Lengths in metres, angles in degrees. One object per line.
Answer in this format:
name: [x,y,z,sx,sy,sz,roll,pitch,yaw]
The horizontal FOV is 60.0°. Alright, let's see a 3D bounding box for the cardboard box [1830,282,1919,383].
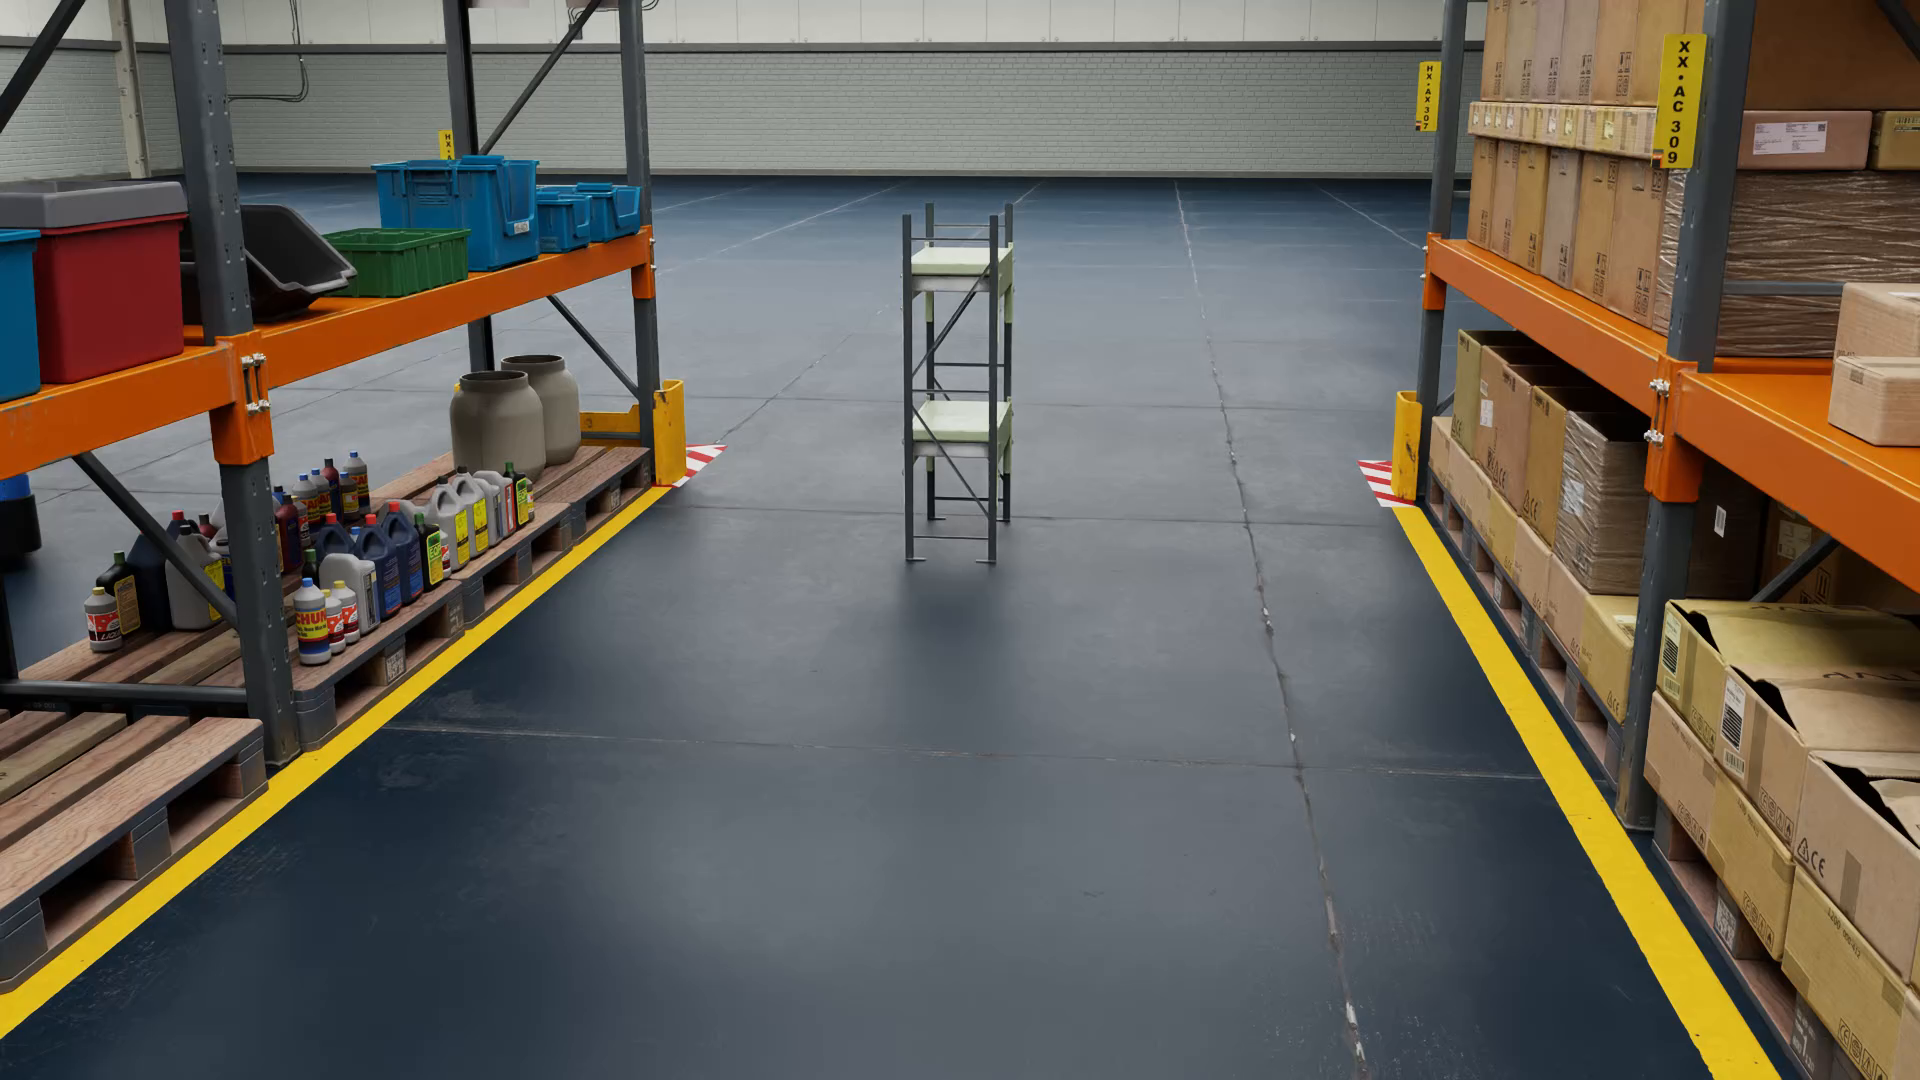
cardboard box: [2.349,-0.431,3.796,0.500,0.250,0.500,3,15,10]

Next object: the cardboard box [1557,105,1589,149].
cardboard box: [2.351,-1.469,5.913,0.380,0.149,0.250,2,15,8]

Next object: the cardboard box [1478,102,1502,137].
cardboard box: [2.527,-1.867,7.386,0.380,0.149,0.250,1,15,5]

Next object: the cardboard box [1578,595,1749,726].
cardboard box: [2.197,0.366,5.026,0.500,0.250,0.500,2,15,6]

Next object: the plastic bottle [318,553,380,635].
plastic bottle: [-2.079,0.169,5.666,0.152,0.276,0.135,2,15,8]

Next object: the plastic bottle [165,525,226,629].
plastic bottle: [-2.630,0.116,5.718,0.144,0.351,0.185,2,15,6]

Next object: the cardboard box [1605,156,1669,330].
cardboard box: [2.458,-0.933,5.173,0.700,0.500,0.500,2,15,6]

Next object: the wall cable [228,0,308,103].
wall cable: [-17.752,-12.148,41.298,3.097,2.526,0.112,2,15,6]

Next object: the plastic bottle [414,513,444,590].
plastic bottle: [-1.975,0.032,6.157,0.061,0.283,0.133,2,15,9]

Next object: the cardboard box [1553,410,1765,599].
cardboard box: [2.265,-0.126,5.406,0.500,0.500,0.500,2,15,6]

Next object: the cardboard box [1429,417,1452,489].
cardboard box: [2.531,-0.412,7.904,0.500,0.250,0.500,2,15,6]

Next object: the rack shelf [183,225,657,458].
rack shelf: [-2.334,-0.950,6.809,1.077,0.370,4.000,2,15,6]

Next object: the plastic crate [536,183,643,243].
plastic crate: [-1.868,-1.606,8.140,0.499,0.251,0.616,2,15,6]

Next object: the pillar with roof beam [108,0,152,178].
pillar with roof beam: [-15.120,-12.795,37.742,9.100,9.000,0.400,2,15,6]

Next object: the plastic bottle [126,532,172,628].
plastic bottle: [-2.774,0.112,5.734,0.144,0.351,0.185,1,15,5]

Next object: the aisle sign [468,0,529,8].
aisle sign: [-2.391,-3.099,8.395,0.394,0.787,0.004,2,15,6]

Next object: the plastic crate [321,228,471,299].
plastic crate: [-2.126,-1.020,6.095,0.450,0.188,0.662,2,15,6]

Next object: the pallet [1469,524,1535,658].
pallet: [2.628,0.192,6.549,1.003,0.211,1.213,2,15,6]

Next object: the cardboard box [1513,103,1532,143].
cardboard box: [2.440,-1.668,6.649,0.380,0.149,0.250,1,15,4]

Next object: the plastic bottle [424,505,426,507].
plastic bottle: [-2.091,-0.037,6.572,0.097,0.201,0.097,0,15,0]

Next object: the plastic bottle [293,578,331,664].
plastic bottle: [-2.088,0.256,5.353,0.097,0.271,0.097,0,15,0]

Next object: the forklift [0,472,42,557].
forklift: [-5.504,-1.179,6.406,3.031,2.935,1.130,-11,18,-34]

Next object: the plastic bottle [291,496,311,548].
plastic bottle: [-2.684,-0.076,6.716,0.097,0.201,0.097,0,15,0]

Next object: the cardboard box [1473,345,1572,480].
cardboard box: [2.433,-0.515,6.845,0.500,0.500,0.500,2,15,6]

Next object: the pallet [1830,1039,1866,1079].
pallet: [2.182,1.223,2.733,1.003,0.211,1.213,2,15,6]

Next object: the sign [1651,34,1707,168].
sign: [1.810,-1.104,4.189,0.100,0.325,0.005,2,15,6]

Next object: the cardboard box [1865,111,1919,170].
cardboard box: [2.584,-1.058,4.392,0.380,0.149,0.250,2,15,6]

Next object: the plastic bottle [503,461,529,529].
plastic bottle: [-1.875,-0.197,7.007,0.061,0.283,0.133,2,15,8]

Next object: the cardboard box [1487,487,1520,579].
cardboard box: [2.360,-0.023,6.465,0.500,0.250,0.500,2,15,6]

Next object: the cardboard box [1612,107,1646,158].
cardboard box: [2.265,-1.271,5.180,0.380,0.149,0.250,2,15,6]

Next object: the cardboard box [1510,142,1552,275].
cardboard box: [2.631,-1.332,6.651,0.700,0.500,0.500,2,15,7]

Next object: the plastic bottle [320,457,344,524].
plastic bottle: [-2.666,-0.198,7.010,0.061,0.283,0.133,2,15,7]

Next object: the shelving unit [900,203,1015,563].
shelving unit: [0.001,-0.726,7.473,0.431,1.500,0.755,2,15,6]

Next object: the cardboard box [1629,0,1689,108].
cardboard box: [2.461,-1.553,4.982,0.700,0.500,0.500,2,15,6]

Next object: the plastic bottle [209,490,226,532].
plastic bottle: [-2.715,-0.022,6.228,0.144,0.351,0.185,2,15,6]

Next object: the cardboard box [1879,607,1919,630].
cardboard box: [2.601,0.335,4.064,0.500,0.311,0.500,2,15,6]

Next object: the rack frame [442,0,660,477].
rack frame: [-2.108,-1.816,8.633,1.000,3.000,0.127,2,15,6]

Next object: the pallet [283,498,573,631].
pallet: [-2.307,0.077,6.973,1.003,0.211,1.213,2,15,6]

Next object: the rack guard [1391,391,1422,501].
rack guard: [2.815,-0.469,8.439,1.175,0.500,0.348,2,15,6]

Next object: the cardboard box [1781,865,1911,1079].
cardboard box: [1.955,0.857,3.210,0.500,0.250,0.500,1,15,5]

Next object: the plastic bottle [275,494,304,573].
plastic bottle: [-2.587,-0.028,6.381,0.061,0.283,0.133,2,15,6]

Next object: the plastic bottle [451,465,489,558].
plastic bottle: [-1.966,-0.117,6.581,0.144,0.351,0.185,2,15,9]

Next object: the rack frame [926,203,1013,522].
rack frame: [0.042,-0.821,7.824,0.400,1.500,0.023,2,15,6]

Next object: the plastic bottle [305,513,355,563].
plastic bottle: [-2.200,0.086,5.829,0.144,0.351,0.185,2,15,6]

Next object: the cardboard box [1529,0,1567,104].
cardboard box: [2.631,-1.942,6.422,0.700,0.500,0.500,2,15,6]

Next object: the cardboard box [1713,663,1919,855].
cardboard box: [2.006,0.451,3.635,0.500,0.311,0.500,2,15,6]
